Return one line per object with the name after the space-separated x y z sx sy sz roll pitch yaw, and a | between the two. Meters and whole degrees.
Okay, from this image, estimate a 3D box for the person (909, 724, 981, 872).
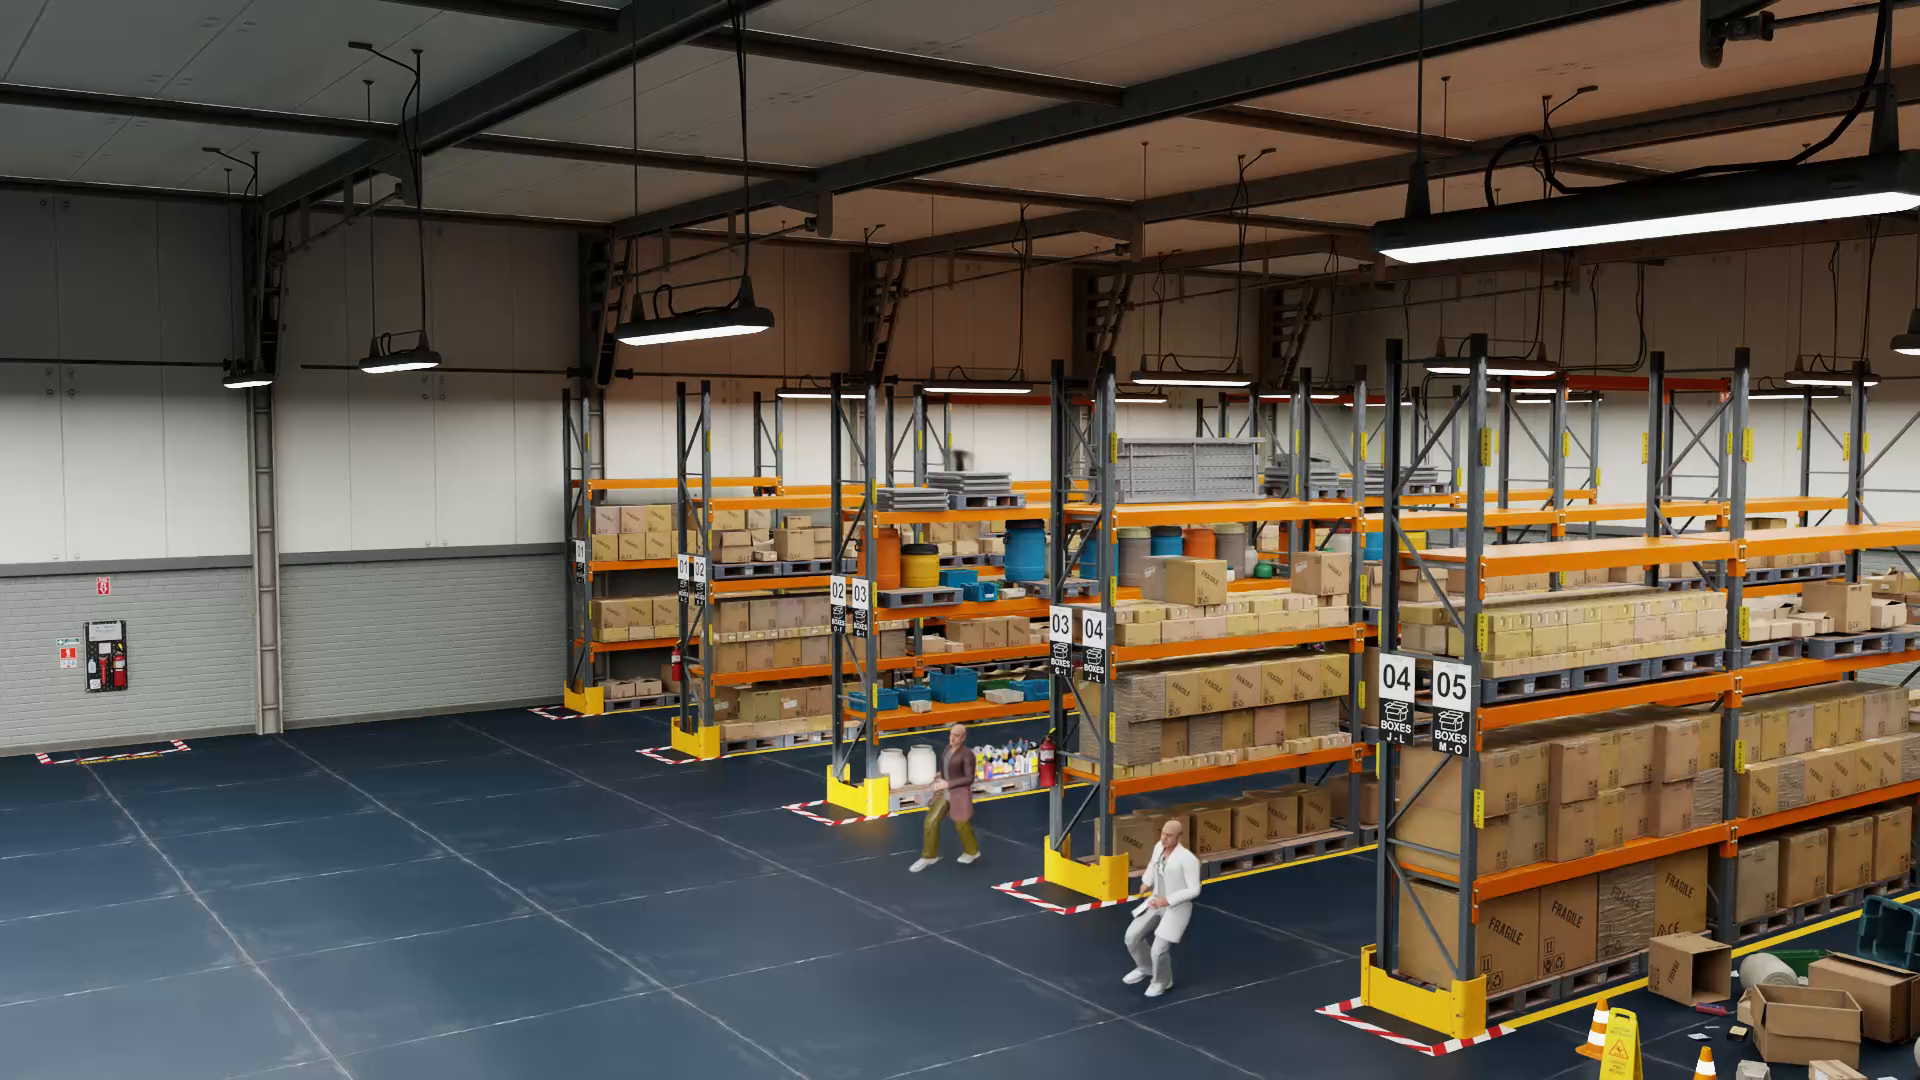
-0.038 3.011 19.507 0.746 1.758 0.915 4 5 45 | person

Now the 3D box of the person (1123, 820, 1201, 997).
1.816 3.376 15.145 0.899 1.703 0.701 4 5 45 | person
